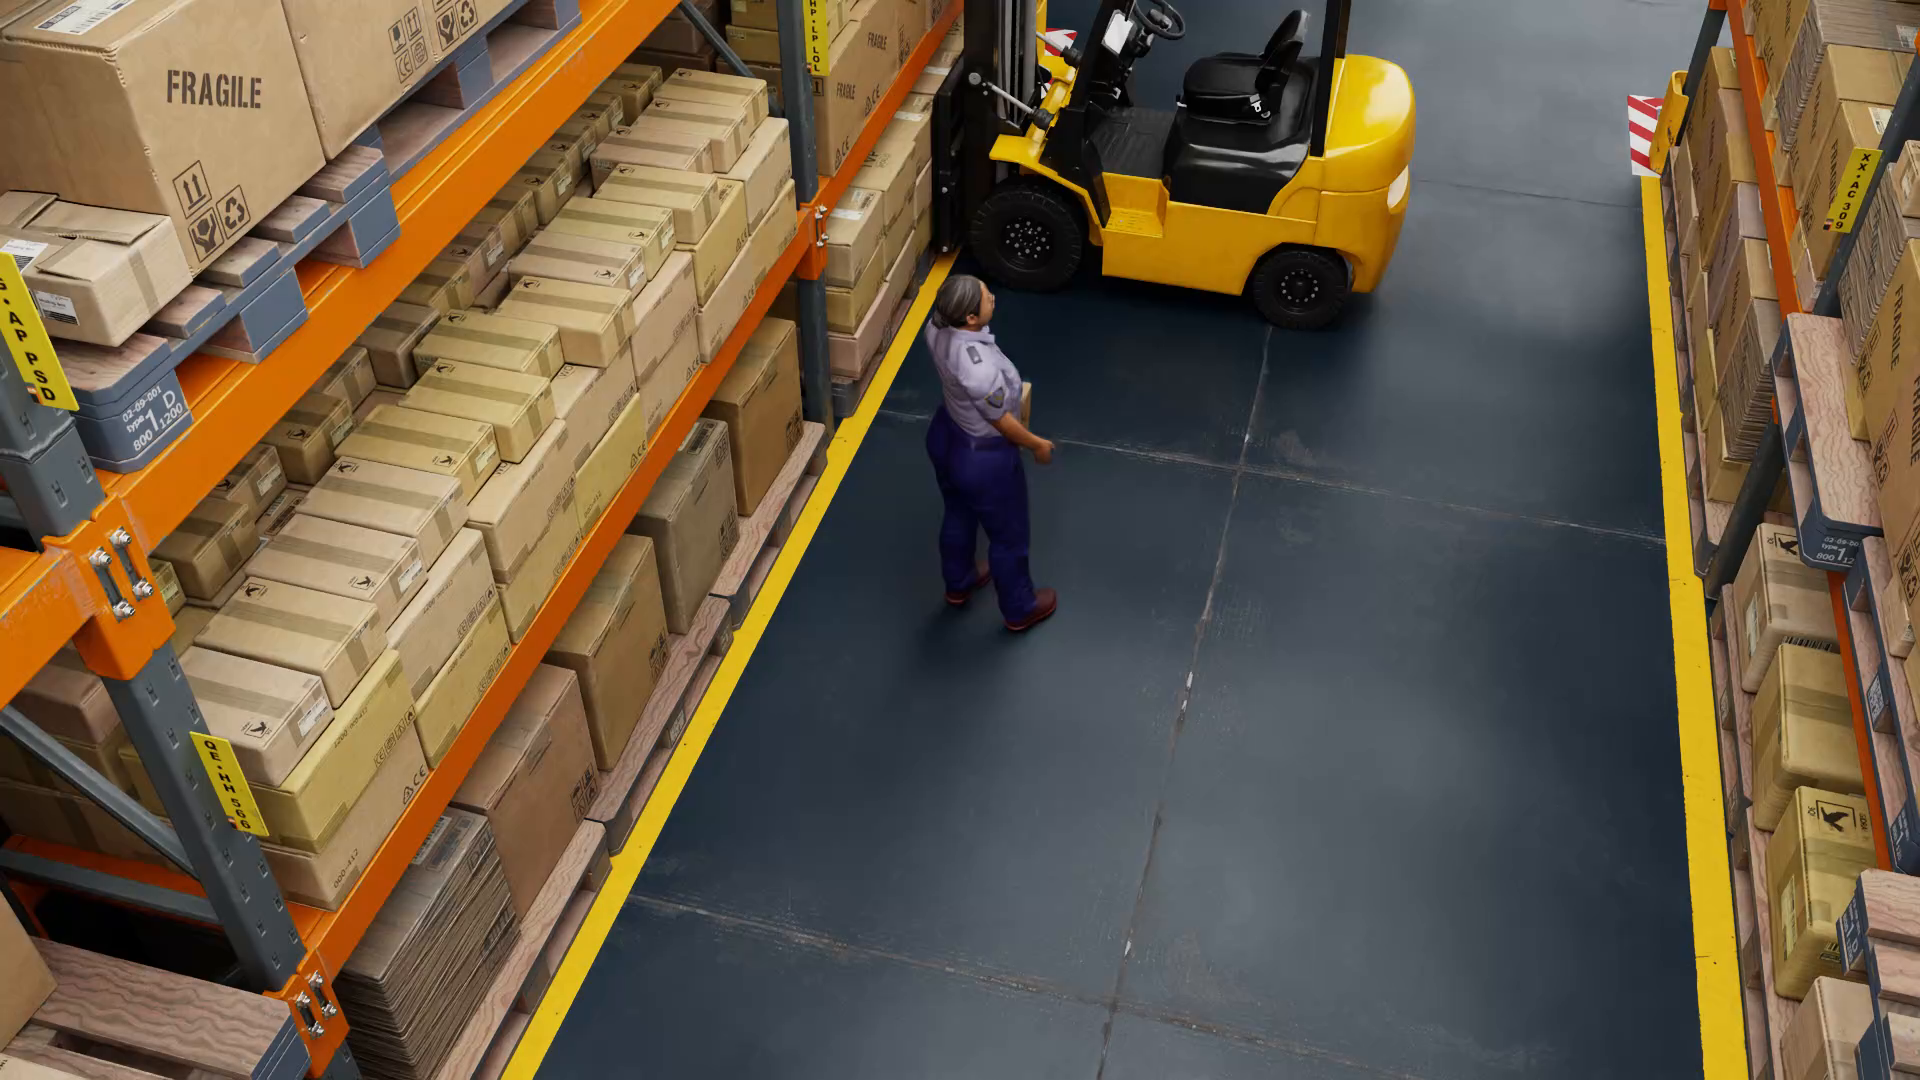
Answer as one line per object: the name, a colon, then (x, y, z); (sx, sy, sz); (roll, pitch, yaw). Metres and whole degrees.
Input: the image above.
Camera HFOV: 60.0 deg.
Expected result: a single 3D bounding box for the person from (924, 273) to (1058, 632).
person: (0.126, -0.370, 6.581); (0.495, 1.649, 0.518); (-20, 45, -22)
